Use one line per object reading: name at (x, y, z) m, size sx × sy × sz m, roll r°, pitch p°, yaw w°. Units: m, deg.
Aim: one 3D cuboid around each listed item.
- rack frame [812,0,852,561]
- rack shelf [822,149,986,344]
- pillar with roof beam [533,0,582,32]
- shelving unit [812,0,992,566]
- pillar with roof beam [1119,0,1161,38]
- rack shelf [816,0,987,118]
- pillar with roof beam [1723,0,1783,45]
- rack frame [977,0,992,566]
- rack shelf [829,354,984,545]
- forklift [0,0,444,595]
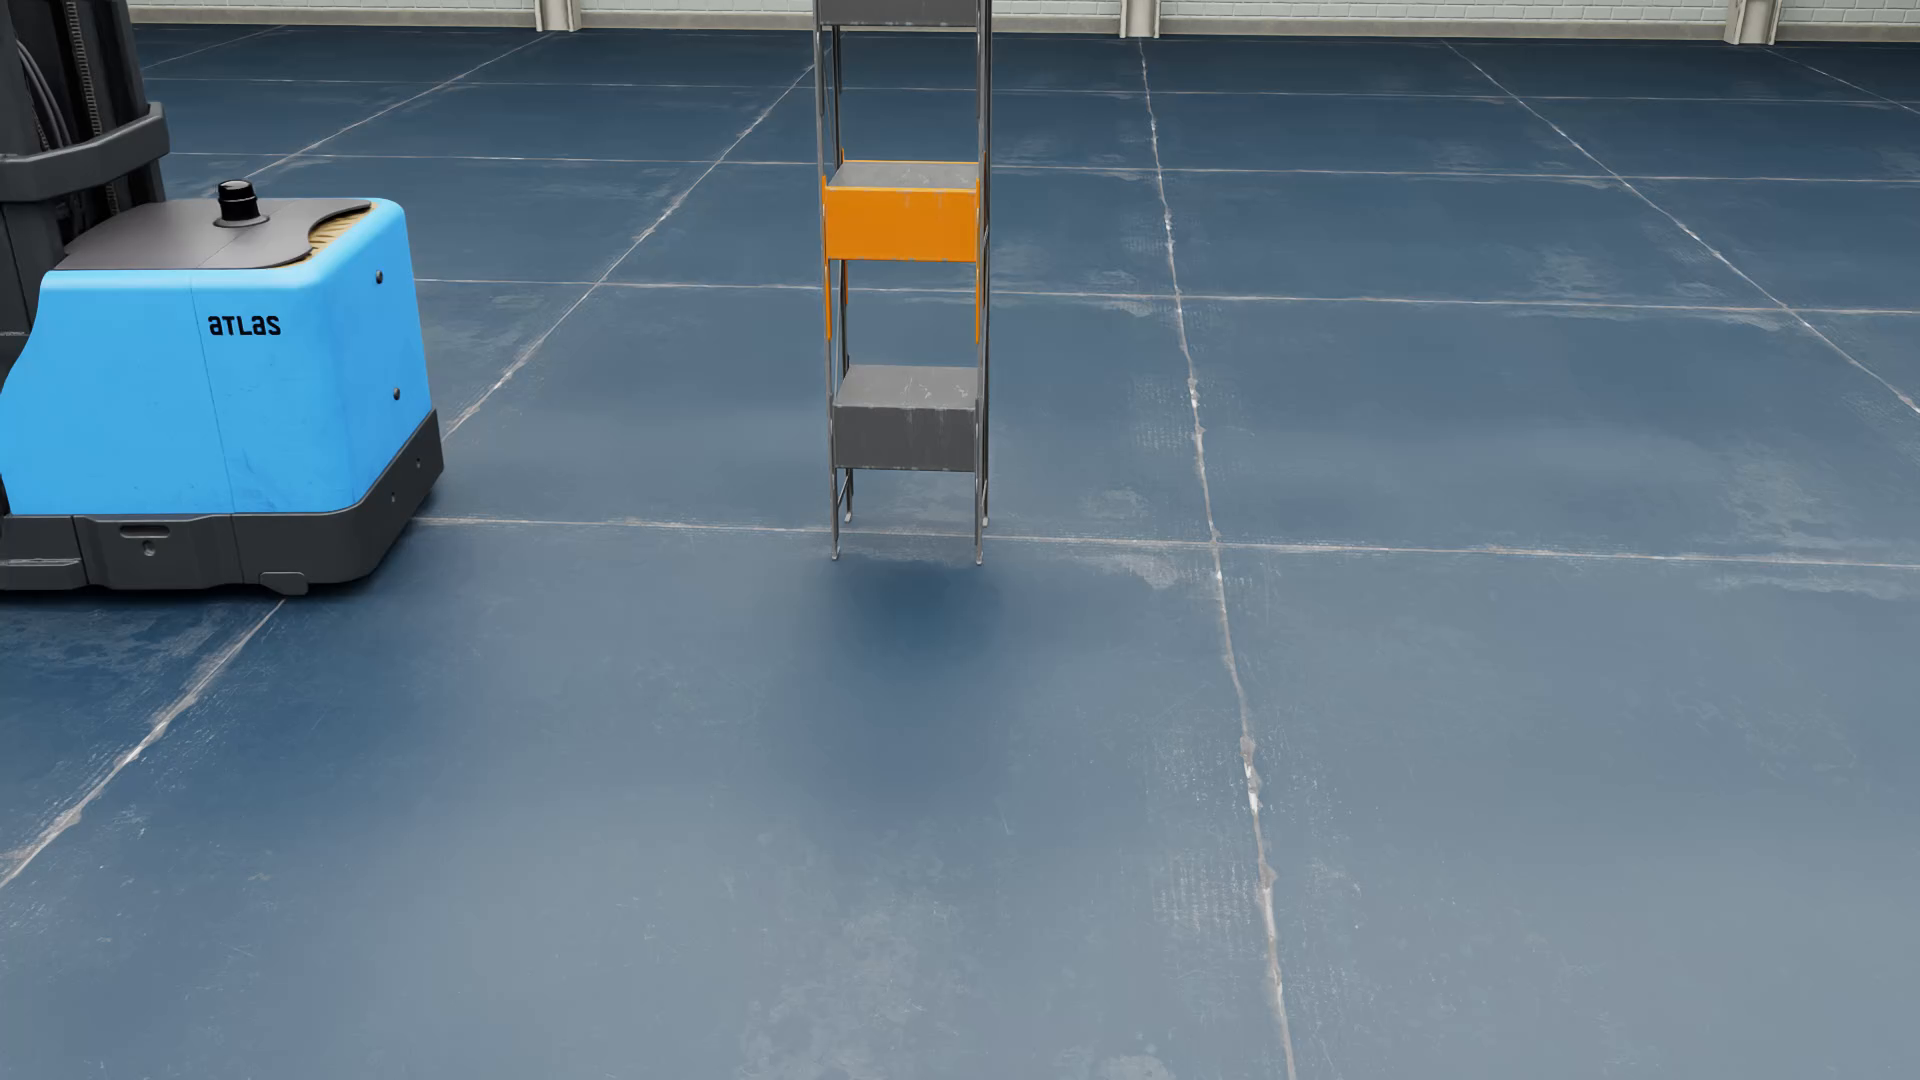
rack frame at (-0.408, -0.967, 5.340) m, size 0.015 × 2.100 × 0.400 m, roll 2°, pitch 25°, yaw 4°
rack shelf at (-0.165, -0.947, 5.328) m, size 0.480 × 0.518 × 0.431 m, roll 2°, pitch 25°, yaw 4°
pillar with roof beam at (-4.493, -7.606, 11.515) m, size 0.400 × 9.000 × 9.100 m, roll 2°, pitch 25°, yaw 4°
shelving unit at (-0.165, -0.959, 5.323) m, size 0.503 × 2.100 × 0.431 m, roll 2°, pitch 25°, yaw 4°
pillar with roof beam at (1.489, -7.414, 11.098) m, size 0.400 × 9.000 × 9.100 m, roll 2°, pitch 25°, yaw 4°
rack shelf at (-0.165, -1.583, 5.036) m, size 0.480 × 0.518 × 0.431 m, roll 2°, pitch 25°, yaw 4°
pillar with roof beam at (7.472, -7.222, 10.681) m, size 0.400 × 9.000 × 9.100 m, roll 2°, pitch 25°, yaw 4°
rack frame at (0.078, -0.951, 5.306) m, size 0.015 × 2.100 × 0.400 m, roll 2°, pitch 25°, yaw 4°
rack shelf at (-0.165, -0.311, 5.621) m, size 0.480 × 0.518 × 0.431 m, roll 2°, pitch 25°, yaw 4°
forklift at (-3.414, -1.338, 5.151) m, size 3.031 × 2.935 × 1.130 m, roll 0°, pitch 25°, yaw -1°
